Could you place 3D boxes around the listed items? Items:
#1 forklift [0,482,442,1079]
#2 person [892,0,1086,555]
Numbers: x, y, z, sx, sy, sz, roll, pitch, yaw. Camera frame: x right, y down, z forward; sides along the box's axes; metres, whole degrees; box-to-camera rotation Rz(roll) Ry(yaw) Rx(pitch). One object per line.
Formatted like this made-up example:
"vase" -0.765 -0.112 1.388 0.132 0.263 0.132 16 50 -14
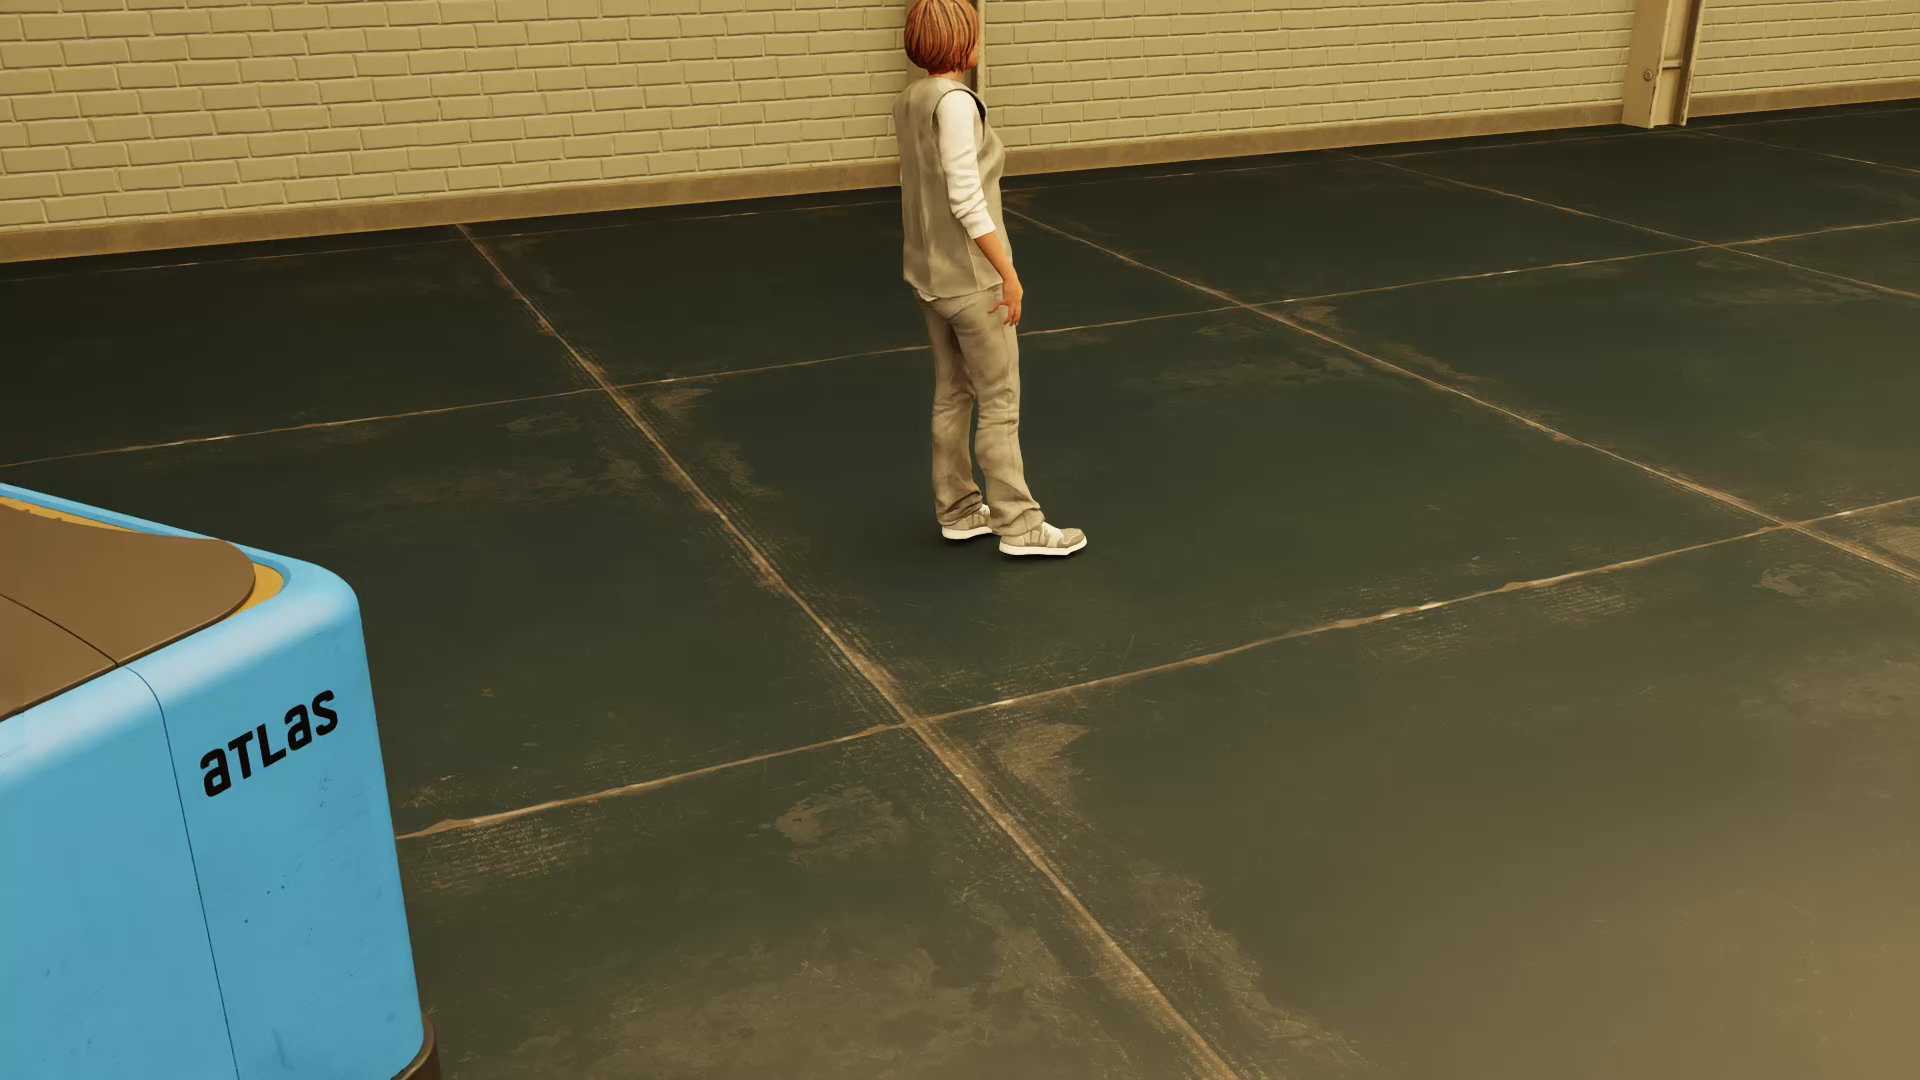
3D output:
"forklift" -1.921 0.093 1.063 1.130 2.935 3.031 11 25 26
"person" 0.073 -0.748 4.816 0.475 1.590 0.520 -10 25 -23
